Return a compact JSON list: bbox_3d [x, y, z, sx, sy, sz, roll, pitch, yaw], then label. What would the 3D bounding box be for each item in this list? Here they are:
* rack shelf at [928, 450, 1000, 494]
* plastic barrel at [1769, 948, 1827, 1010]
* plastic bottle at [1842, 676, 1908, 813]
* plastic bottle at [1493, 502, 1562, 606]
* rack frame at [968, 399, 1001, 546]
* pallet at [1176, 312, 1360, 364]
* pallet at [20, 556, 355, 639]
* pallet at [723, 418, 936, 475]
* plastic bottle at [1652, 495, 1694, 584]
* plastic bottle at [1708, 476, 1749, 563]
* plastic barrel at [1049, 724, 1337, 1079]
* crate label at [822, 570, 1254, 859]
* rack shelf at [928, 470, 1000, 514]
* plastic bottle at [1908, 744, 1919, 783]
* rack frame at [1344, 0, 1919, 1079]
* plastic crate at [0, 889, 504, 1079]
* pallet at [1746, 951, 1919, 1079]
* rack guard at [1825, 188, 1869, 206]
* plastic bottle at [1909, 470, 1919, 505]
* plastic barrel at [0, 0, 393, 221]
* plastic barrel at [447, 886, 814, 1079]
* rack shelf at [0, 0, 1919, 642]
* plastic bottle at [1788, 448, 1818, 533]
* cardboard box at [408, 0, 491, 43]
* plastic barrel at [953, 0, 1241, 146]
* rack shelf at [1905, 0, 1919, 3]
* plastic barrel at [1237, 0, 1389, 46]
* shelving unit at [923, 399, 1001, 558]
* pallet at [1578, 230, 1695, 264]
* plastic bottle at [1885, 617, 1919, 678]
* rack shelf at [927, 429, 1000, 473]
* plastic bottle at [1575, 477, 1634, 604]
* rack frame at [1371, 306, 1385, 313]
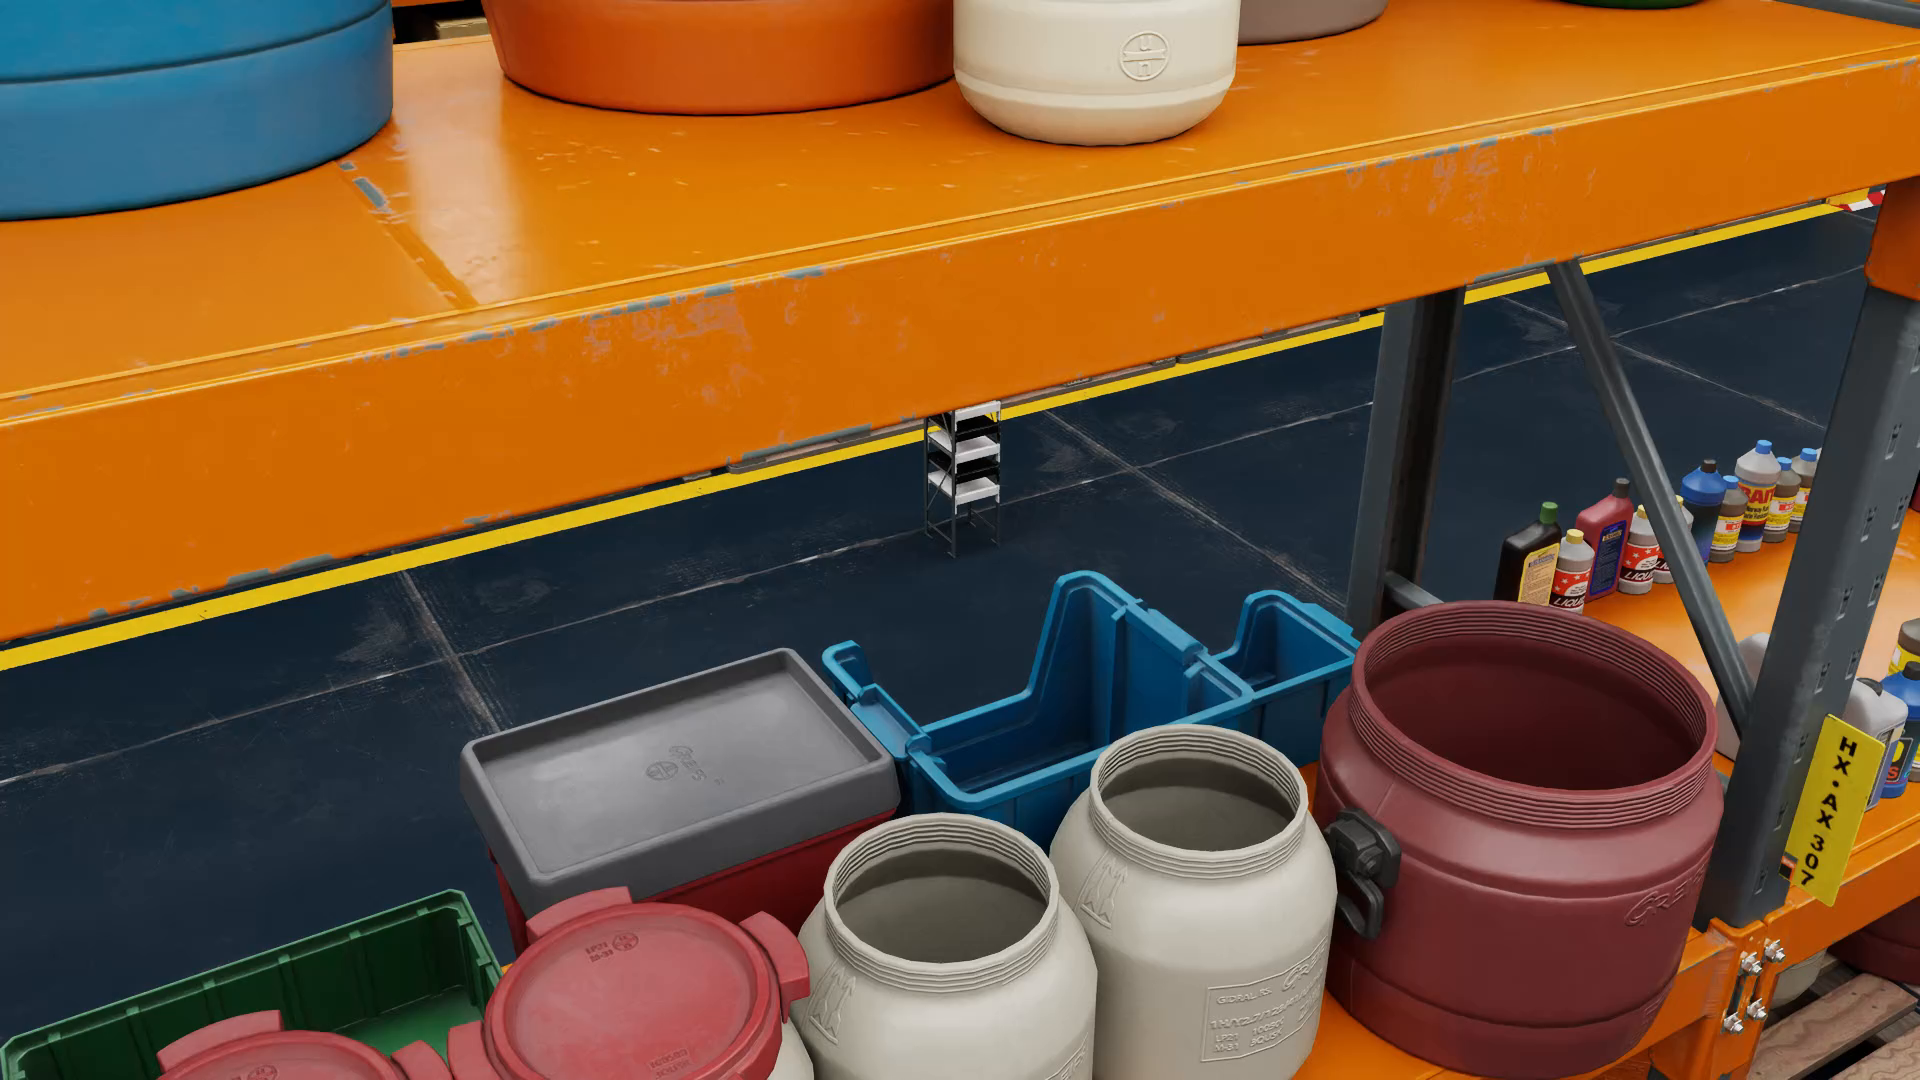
[{"bbox_3d":[0.007,-0.288,6.596,0.200,0.077,0.258,-16,33,-26],"label":"rack shelf"},{"bbox_3d":[1.972,0.886,4.181,0.421,0.512,0.421,0,29,0],"label":"plastic barrel"},{"bbox_3d":[1.655,0.366,3.111,0.135,0.276,0.152,-16,33,-26],"label":"plastic bottle"},{"bbox_3d":[1.250,0.057,3.663,0.133,0.283,0.061,-16,33,-26],"label":"plastic bottle"},{"bbox_3d":[0.095,-0.421,6.581,0.006,0.900,0.240,-16,33,-26],"label":"rack frame"},{"bbox_3d":[1.378,-1.325,8.933,1.213,0.211,1.003,-16,33,-26],"label":"pallet"},{"bbox_3d":[-3.169,-0.079,6.674,1.213,0.211,1.003,-16,33,-26],"label":"pallet"},{"bbox_3d":[-0.726,-0.728,7.850,1.213,0.211,1.003,-16,33,-26],"label":"pallet"},{"bbox_3d":[1.642,-0.008,3.866,0.097,0.201,0.097,0,29,0],"label":"plastic bottle"},{"bbox_3d":[1.810,-0.056,3.952,0.097,0.201,0.097,0,29,0],"label":"plastic bottle"},{"bbox_3d":[0.339,0.575,2.489,0.421,0.512,0.421,0,29,0],"label":"plastic barrel"},{"bbox_3d":[0.124,0.398,2.888,0.616,0.435,0.502,-16,33,-26],"label":"crate label"},{"bbox_3d":[0.007,-0.209,6.639,0.200,0.077,0.258,-16,33,-26],"label":"rack shelf"},{"bbox_3d":[1.852,0.358,3.203,0.097,0.201,0.097,0,29,0],"label":"plastic bottle"},{"bbox_3d":[1.118,0.283,3.133,0.127,3.000,1.000,-16,33,-26],"label":"rack frame"},{"bbox_3d":[-0.972,0.811,2.396,0.662,0.188,0.450,-16,33,-26],"label":"plastic crate"},{"bbox_3d":[1.776,1.293,4.188,1.213,0.211,1.003,-16,33,-26],"label":"pallet"},{"bbox_3d":[5.443,-2.627,10.993,0.348,0.500,1.175,-16,33,-26],"label":"rack guard"},{"bbox_3d":[2.394,-0.274,4.193,0.185,0.351,0.144,-16,33,-26],"label":"plastic bottle"},{"bbox_3d":[-0.875,-0.806,1.483,0.708,0.901,0.600,-16,33,-26],"label":"plastic barrel"},{"bbox_3d":[-0.389,0.774,2.102,0.433,0.535,0.433,0,29,0],"label":"plastic barrel"},{"bbox_3d":[-0.607,-0.226,1.695,4.000,0.370,1.077,-16,33,-26],"label":"rack shelf"},{"bbox_3d":[2.062,-0.127,4.082,0.097,0.201,0.097,0,29,0],"label":"plastic bottle"},{"bbox_3d":[-3.201,-3.212,11.257,0.750,0.750,0.750,-16,33,-27],"label":"cardboard box"},{"bbox_3d":[0.140,-0.561,1.702,0.301,0.262,0.301,0,29,0],"label":"plastic barrel"},{"bbox_3d":[2.842,-1.205,3.469,4.000,0.370,1.077,-16,33,-26],"label":"rack shelf"},{"bbox_3d":[0.300,-1.139,2.087,0.600,0.901,0.600,0,29,0],"label":"plastic barrel"},{"bbox_3d":[0.007,-0.396,6.536,0.210,0.900,0.258,-16,33,-26],"label":"shelving unit"},{"bbox_3d":[3.706,-2.008,10.171,1.213,0.211,1.003,-16,33,-26],"label":"pallet"},{"bbox_3d":[1.974,0.238,3.420,0.097,0.201,0.097,0,29,0],"label":"plastic bottle"},{"bbox_3d":[0.007,-0.367,6.552,0.200,0.077,0.258,-16,33,-26],"label":"rack shelf"},{"bbox_3d":[1.449,0.001,3.765,0.133,0.283,0.061,-16,33,-26],"label":"plastic bottle"},{"bbox_3d":[2.060,-2.761,8.648,0.127,3.000,1.000,-16,33,-26],"label":"rack frame"}]
